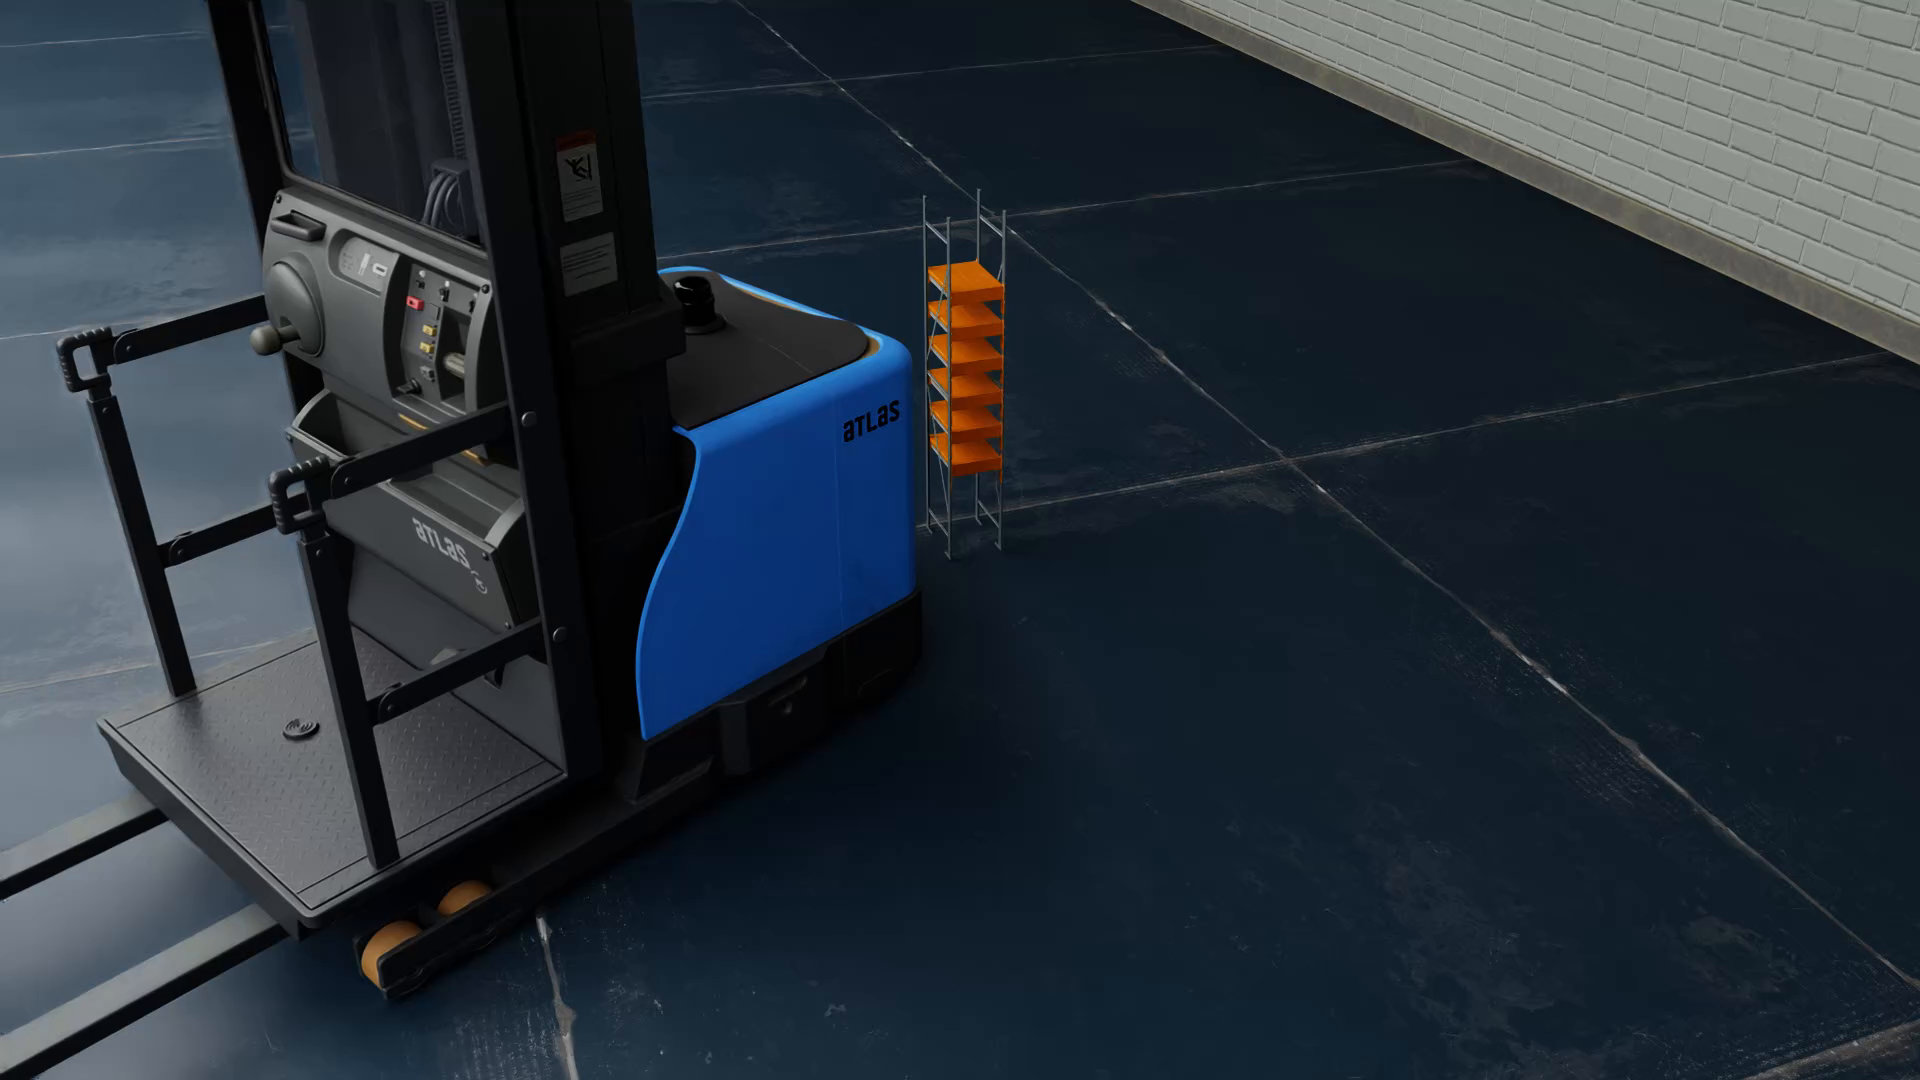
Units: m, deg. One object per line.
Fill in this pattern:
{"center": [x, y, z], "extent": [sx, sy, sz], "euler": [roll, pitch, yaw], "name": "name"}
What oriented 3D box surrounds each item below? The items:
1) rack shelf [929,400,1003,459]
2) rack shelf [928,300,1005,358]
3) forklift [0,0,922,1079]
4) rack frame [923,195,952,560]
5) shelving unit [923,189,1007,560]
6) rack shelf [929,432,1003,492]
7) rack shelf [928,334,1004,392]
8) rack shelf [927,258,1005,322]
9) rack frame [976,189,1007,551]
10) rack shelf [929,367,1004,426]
{"center": [0.014, -0.381, 5.539], "extent": [0.180, 0.103, 0.258], "euler": [-10, 31, -18], "name": "rack shelf"}
{"center": [0.014, -0.694, 5.361], "extent": [0.180, 0.103, 0.258], "euler": [-10, 31, -18], "name": "rack shelf"}
{"center": [-1.481, -0.498, 3.664], "extent": [1.130, 2.935, 3.031], "euler": [25, 38, 36], "name": "forklift"}
{"center": [-0.072, -0.508, 5.430], "extent": [0.006, 1.200, 0.240], "euler": [-10, 31, -18], "name": "rack frame"}
{"center": [0.014, -0.524, 5.457], "extent": [0.189, 1.200, 0.258], "euler": [-10, 31, -18], "name": "shelving unit"}
{"center": [0.014, -0.277, 5.598], "extent": [0.180, 0.103, 0.258], "euler": [-10, 31, -18], "name": "rack shelf"}
{"center": [0.014, -0.589, 5.420], "extent": [0.180, 0.103, 0.258], "euler": [-10, 31, -18], "name": "rack shelf"}
{"center": [0.014, -0.798, 5.301], "extent": [0.180, 0.103, 0.258], "euler": [-10, 31, -18], "name": "rack shelf"}
{"center": [0.099, -0.540, 5.485], "extent": [0.006, 1.200, 0.240], "euler": [-10, 31, -18], "name": "rack frame"}
{"center": [0.014, -0.485, 5.479], "extent": [0.180, 0.103, 0.258], "euler": [-10, 31, -18], "name": "rack shelf"}
